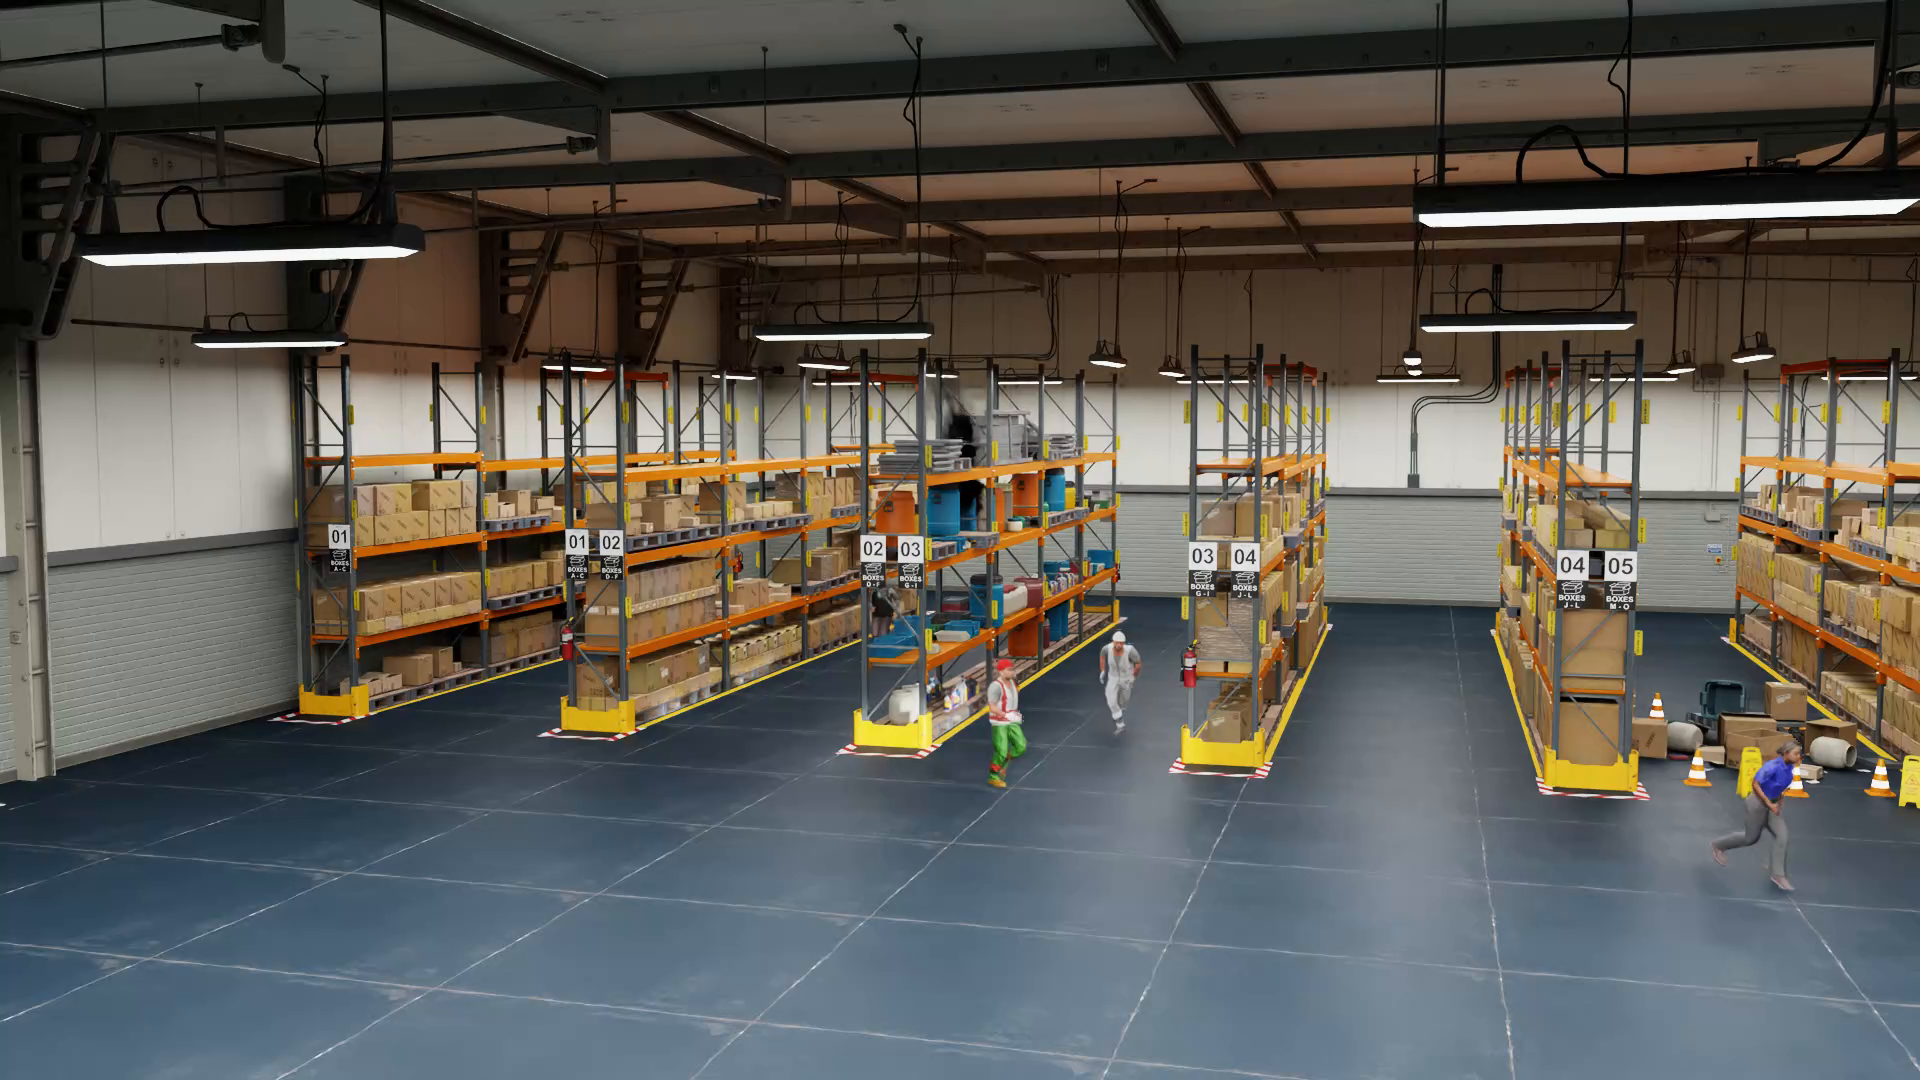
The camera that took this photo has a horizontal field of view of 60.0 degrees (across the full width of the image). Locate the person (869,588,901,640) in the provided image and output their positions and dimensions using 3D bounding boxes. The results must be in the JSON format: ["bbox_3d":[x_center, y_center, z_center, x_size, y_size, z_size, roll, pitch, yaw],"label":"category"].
[{"bbox_3d":[-1.540,1.620,32.845,0.653,1.474,0.501,1,4,14],"label":"person"}]

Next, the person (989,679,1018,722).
[{"bbox_3d":[0.584,2.135,22.326,0.326,0.570,0.409,4,6,42],"label":"person"}]

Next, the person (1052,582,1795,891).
[{"bbox_3d":[5.295,2.297,25.871,5.853,1.615,17.406,-4,6,-40],"label":"person"}]

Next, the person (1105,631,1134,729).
[{"bbox_3d":[2.472,2.124,25.607,0.428,1.536,1.076,1,4,12],"label":"person"}]
